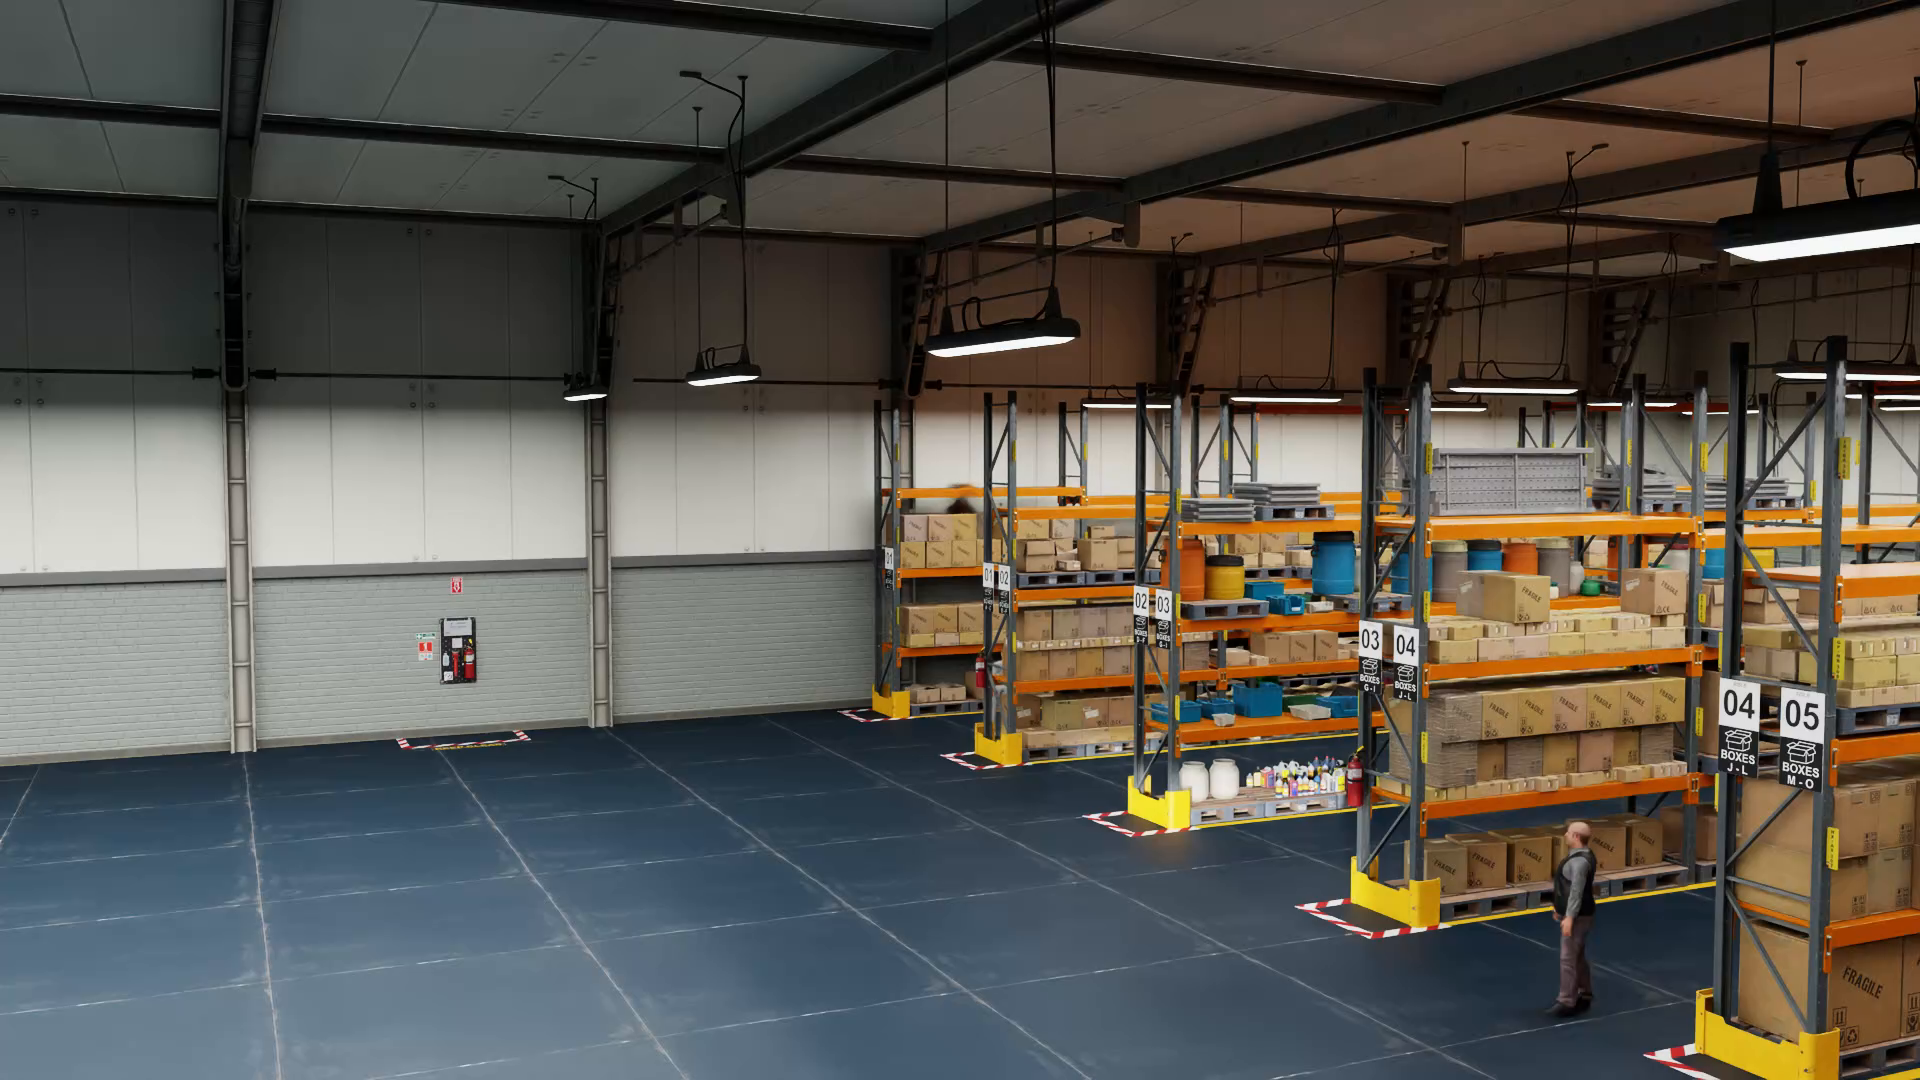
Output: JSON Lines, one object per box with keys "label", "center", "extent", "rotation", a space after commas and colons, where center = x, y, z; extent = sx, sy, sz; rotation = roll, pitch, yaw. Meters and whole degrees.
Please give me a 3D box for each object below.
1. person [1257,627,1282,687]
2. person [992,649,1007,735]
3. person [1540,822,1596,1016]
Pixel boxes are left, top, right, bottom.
{"label": "person", "center": [5.828, 2.427, 31.521], "extent": [0.633, 1.804, 0.389], "rotation": [-2, 4, -27]}
{"label": "person", "center": [0.718, 2.650, 29.112], "extent": [0.522, 1.654, 0.472], "rotation": [0, 3, -6]}
{"label": "person", "center": [5.531, 3.429, 15.116], "extent": [0.511, 1.748, 0.550], "rotation": [0, 3, 7]}
